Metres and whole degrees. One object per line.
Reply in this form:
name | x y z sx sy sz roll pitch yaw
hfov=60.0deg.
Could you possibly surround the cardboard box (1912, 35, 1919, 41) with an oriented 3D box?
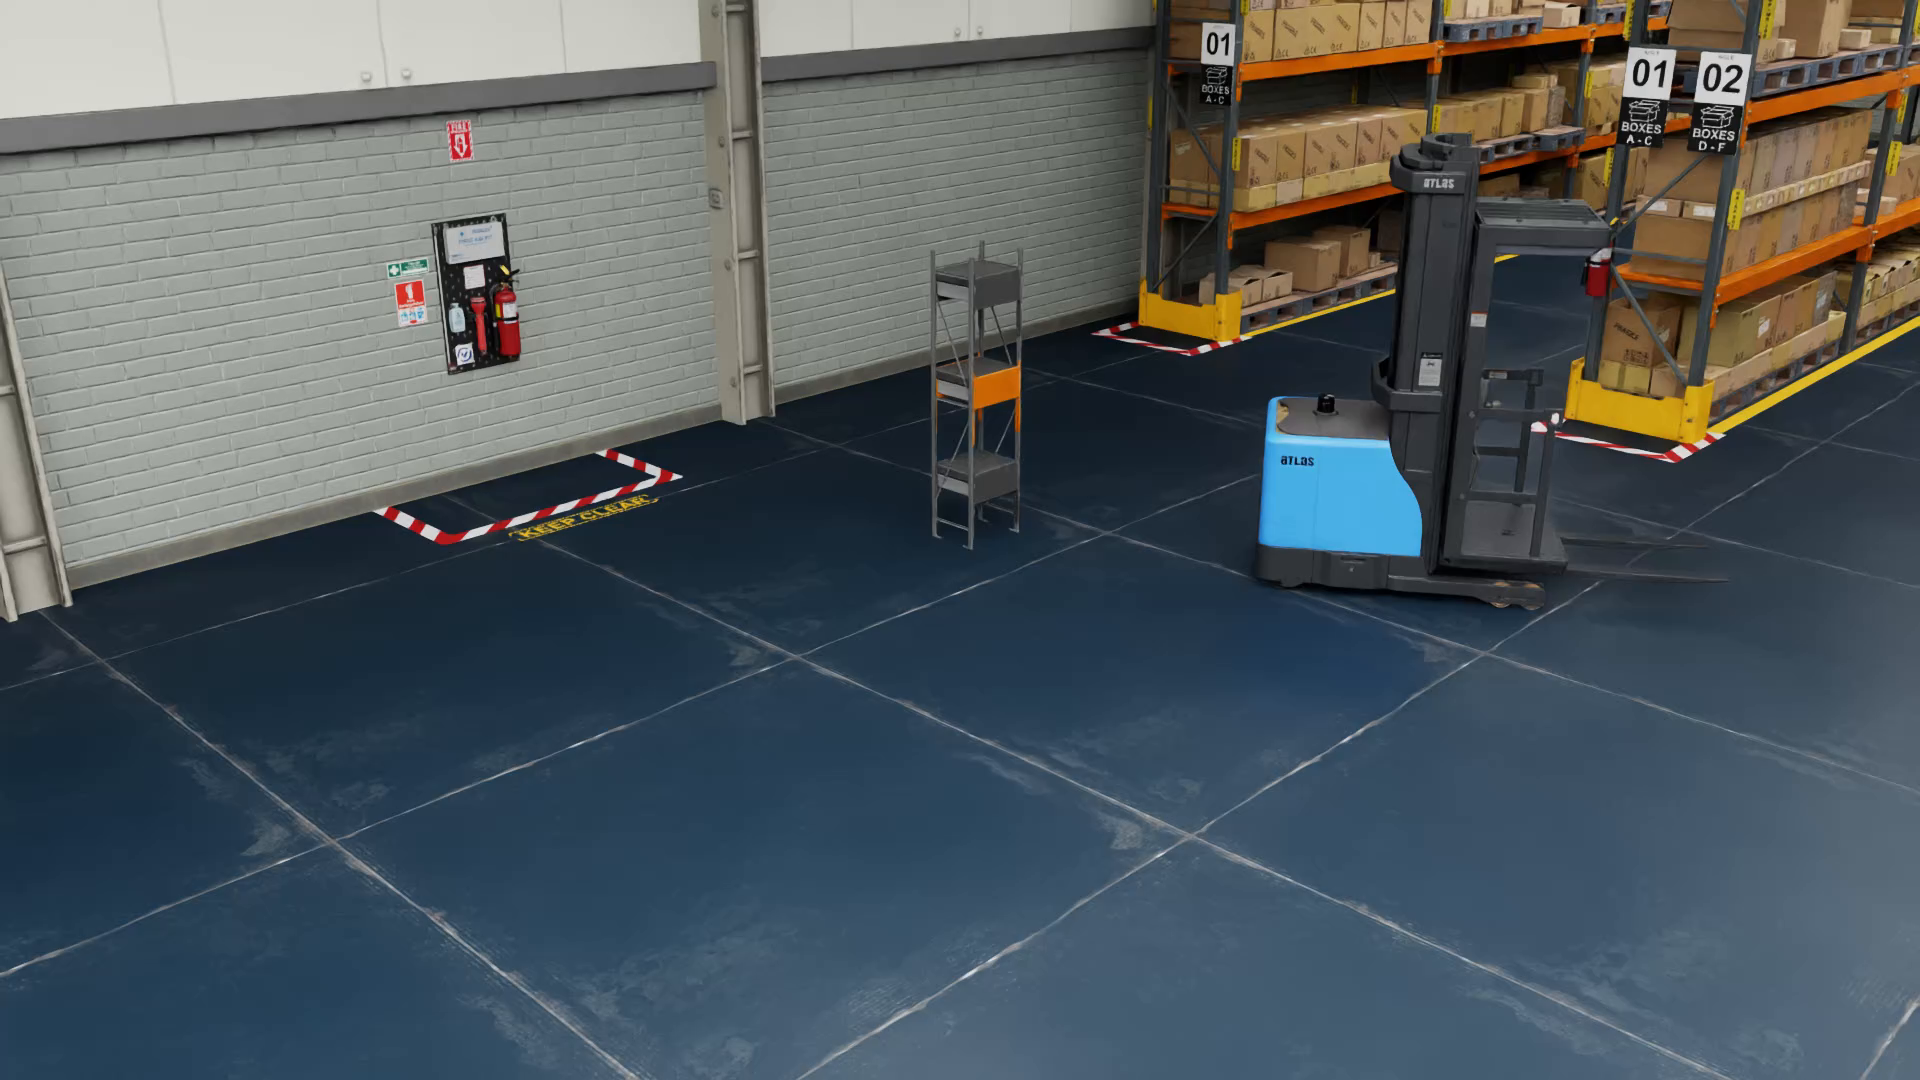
cardboard box | 9.573 -5.262 17.026 0.500 0.250 0.500 16 26 36

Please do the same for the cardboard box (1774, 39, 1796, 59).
cardboard box | 6.911 -4.212 14.241 0.380 0.149 0.250 19 28 41

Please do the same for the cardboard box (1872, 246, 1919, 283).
cardboard box | 10.293 -3.052 18.298 0.500 0.311 0.500 -19 28 -41

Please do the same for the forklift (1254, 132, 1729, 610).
forklift | 3.563 -1.119 10.900 3.031 2.935 1.130 4 21 10

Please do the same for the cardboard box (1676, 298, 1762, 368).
cardboard box | 6.845 -1.883 14.996 0.500 0.500 0.500 19 28 41

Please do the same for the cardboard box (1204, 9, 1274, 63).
cardboard box | 2.825 -5.128 16.887 0.500 0.500 0.500 -19 28 -41

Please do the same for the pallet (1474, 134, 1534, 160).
pallet | 6.642 -5.096 21.420 1.003 0.211 1.213 19 28 41

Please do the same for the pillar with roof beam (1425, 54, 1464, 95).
pillar with roof beam | 9.551 -7.310 18.551 9.100 9.000 0.400 19 28 41

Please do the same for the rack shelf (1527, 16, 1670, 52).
rack shelf | 9.388 -7.283 23.665 1.077 0.370 4.000 19 28 41

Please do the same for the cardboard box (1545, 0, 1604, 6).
cardboard box | 8.284 -7.494 22.457 0.700 0.500 0.500 17 27 37

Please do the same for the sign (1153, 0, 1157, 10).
sign | 2.029 -5.606 17.064 0.100 0.325 0.005 19 28 41

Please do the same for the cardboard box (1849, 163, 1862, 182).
cardboard box | 8.545 -3.601 16.218 0.380 0.149 0.250 19 28 40

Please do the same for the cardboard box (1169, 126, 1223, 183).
cardboard box | 2.589 -4.112 17.728 0.500 0.500 0.500 19 28 40

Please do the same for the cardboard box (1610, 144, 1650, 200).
cardboard box | 9.805 -5.497 24.606 0.750 0.750 0.750 -19 28 -40

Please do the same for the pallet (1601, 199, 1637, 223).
pallet | 9.448 -4.899 24.527 1.003 0.211 1.213 19 28 41

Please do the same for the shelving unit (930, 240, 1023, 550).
shelving unit | 0.115 -1.023 11.809 0.431 2.100 0.503 19 28 41

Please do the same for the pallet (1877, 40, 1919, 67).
pallet | 9.361 -4.979 16.932 0.805 0.209 1.217 18 27 39

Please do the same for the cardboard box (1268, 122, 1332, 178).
cardboard box | 3.678 -4.241 18.064 0.500 0.500 0.500 18 27 39

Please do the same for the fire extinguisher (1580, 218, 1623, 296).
fire extinguisher | 5.549 -2.459 14.400 0.296 0.674 0.183 19 28 41

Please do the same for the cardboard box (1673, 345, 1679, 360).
cardboard box | 6.467 -1.666 15.474 0.500 0.250 0.500 19 28 41

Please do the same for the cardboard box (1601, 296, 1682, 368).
cardboard box | 6.125 -1.885 14.999 0.500 0.500 0.500 19 28 41

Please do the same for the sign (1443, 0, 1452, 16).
sign | 5.597 -6.184 19.082 0.100 0.325 0.005 19 28 41

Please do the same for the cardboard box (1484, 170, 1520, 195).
cardboard box | 7.086 -4.765 22.115 0.500 0.250 0.500 -20 28 -41

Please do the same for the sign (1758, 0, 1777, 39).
sign | 6.358 -4.114 13.088 0.100 0.325 0.005 19 28 41

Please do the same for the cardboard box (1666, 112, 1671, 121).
cardboard box | 10.236 -6.259 24.499 0.380 0.149 0.250 19 28 41

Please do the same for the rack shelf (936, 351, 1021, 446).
rack shelf | 0.115 -1.010 11.813 0.431 0.518 0.480 19 28 41

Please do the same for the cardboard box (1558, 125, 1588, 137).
cardboard box | 8.389 -5.624 22.847 0.380 0.149 0.250 19 28 40

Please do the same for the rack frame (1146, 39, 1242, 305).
rack frame | 2.412 -3.648 17.386 1.000 3.000 0.127 19 28 41

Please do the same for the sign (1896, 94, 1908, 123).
sign | 11.150 -5.103 19.667 0.100 0.325 0.005 19 28 41

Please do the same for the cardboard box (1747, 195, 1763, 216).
cardboard box | 6.749 -2.938 14.495 0.380 0.149 0.250 19 28 41

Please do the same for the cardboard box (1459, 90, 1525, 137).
cardboard box | 6.819 -5.508 21.471 0.700 0.500 0.500 19 28 41

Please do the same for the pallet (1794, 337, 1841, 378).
pallet | 8.170 -1.942 16.834 1.003 0.211 1.213 19 28 41

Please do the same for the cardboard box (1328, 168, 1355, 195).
cardboard box | 4.046 -4.030 18.559 0.500 0.250 0.500 20 28 41

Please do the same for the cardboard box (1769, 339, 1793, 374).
cardboard box | 7.545 -1.790 15.797 0.500 0.250 0.500 19 28 41

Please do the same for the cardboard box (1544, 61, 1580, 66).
cardboard box | 8.488 -6.564 23.343 0.500 0.250 0.500 18 27 39

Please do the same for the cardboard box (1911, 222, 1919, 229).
cardboard box | 12.029 -3.804 20.661 0.500 0.500 0.500 -19 28 -40

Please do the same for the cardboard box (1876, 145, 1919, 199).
cardboard box | 10.386 -4.077 18.362 0.500 0.500 0.500 17 27 38

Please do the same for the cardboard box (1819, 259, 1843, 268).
cardboard box | 9.190 -2.923 17.965 0.500 0.311 0.500 -19 28 -41

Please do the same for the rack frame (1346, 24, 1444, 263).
rack frame | 5.203 -4.677 20.061 1.000 3.000 0.127 19 28 41

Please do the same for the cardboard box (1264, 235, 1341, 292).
cardboard box | 3.905 -3.165 18.999 0.700 0.500 0.500 17 27 37

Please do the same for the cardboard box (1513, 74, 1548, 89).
cardboard box | 7.560 -6.077 22.048 0.380 0.149 0.250 14 25 32

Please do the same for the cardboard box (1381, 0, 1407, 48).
cardboard box | 4.666 -5.814 18.673 0.500 0.500 0.500 16 26 36

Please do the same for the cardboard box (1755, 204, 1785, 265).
cardboard box | 7.012 -2.835 15.131 0.700 0.500 0.500 19 28 41

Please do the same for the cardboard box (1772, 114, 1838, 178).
cardboard box | 7.748 -3.716 15.613 0.700 0.500 0.500 19 28 41

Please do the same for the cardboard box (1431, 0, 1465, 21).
cardboard box | 5.642 -6.440 19.743 0.500 0.500 0.500 -15 26 -35

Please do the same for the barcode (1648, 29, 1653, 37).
barcode | 5.829 -4.279 14.036 0.001 0.075 0.075 19 28 41

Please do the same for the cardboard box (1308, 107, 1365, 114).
cardboard box | 4.362 -4.765 19.428 0.500 0.500 0.500 19 28 40

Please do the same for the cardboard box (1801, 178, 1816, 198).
cardboard box | 7.648 -3.269 15.355 0.250 0.149 0.380 -19 28 -40

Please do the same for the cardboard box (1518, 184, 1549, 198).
cardboard box | 7.528 -4.545 22.590 0.500 0.500 0.700 -20 29 -41

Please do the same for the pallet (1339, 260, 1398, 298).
pallet | 4.760 -3.194 20.089 1.003 0.211 1.213 19 28 41

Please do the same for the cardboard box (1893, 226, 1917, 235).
cardboard box | 10.969 -3.579 19.671 0.500 0.311 0.500 -19 28 -40

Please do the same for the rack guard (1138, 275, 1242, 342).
rack guard | 2.465 -2.501 17.885 1.175 0.500 0.348 19 28 41

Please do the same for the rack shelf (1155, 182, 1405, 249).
rack shelf | 3.808 -3.827 18.853 1.077 0.370 4.000 19 28 41

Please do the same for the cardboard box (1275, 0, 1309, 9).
cardboard box | 3.241 -5.726 17.049 0.500 0.500 0.500 19 28 40
